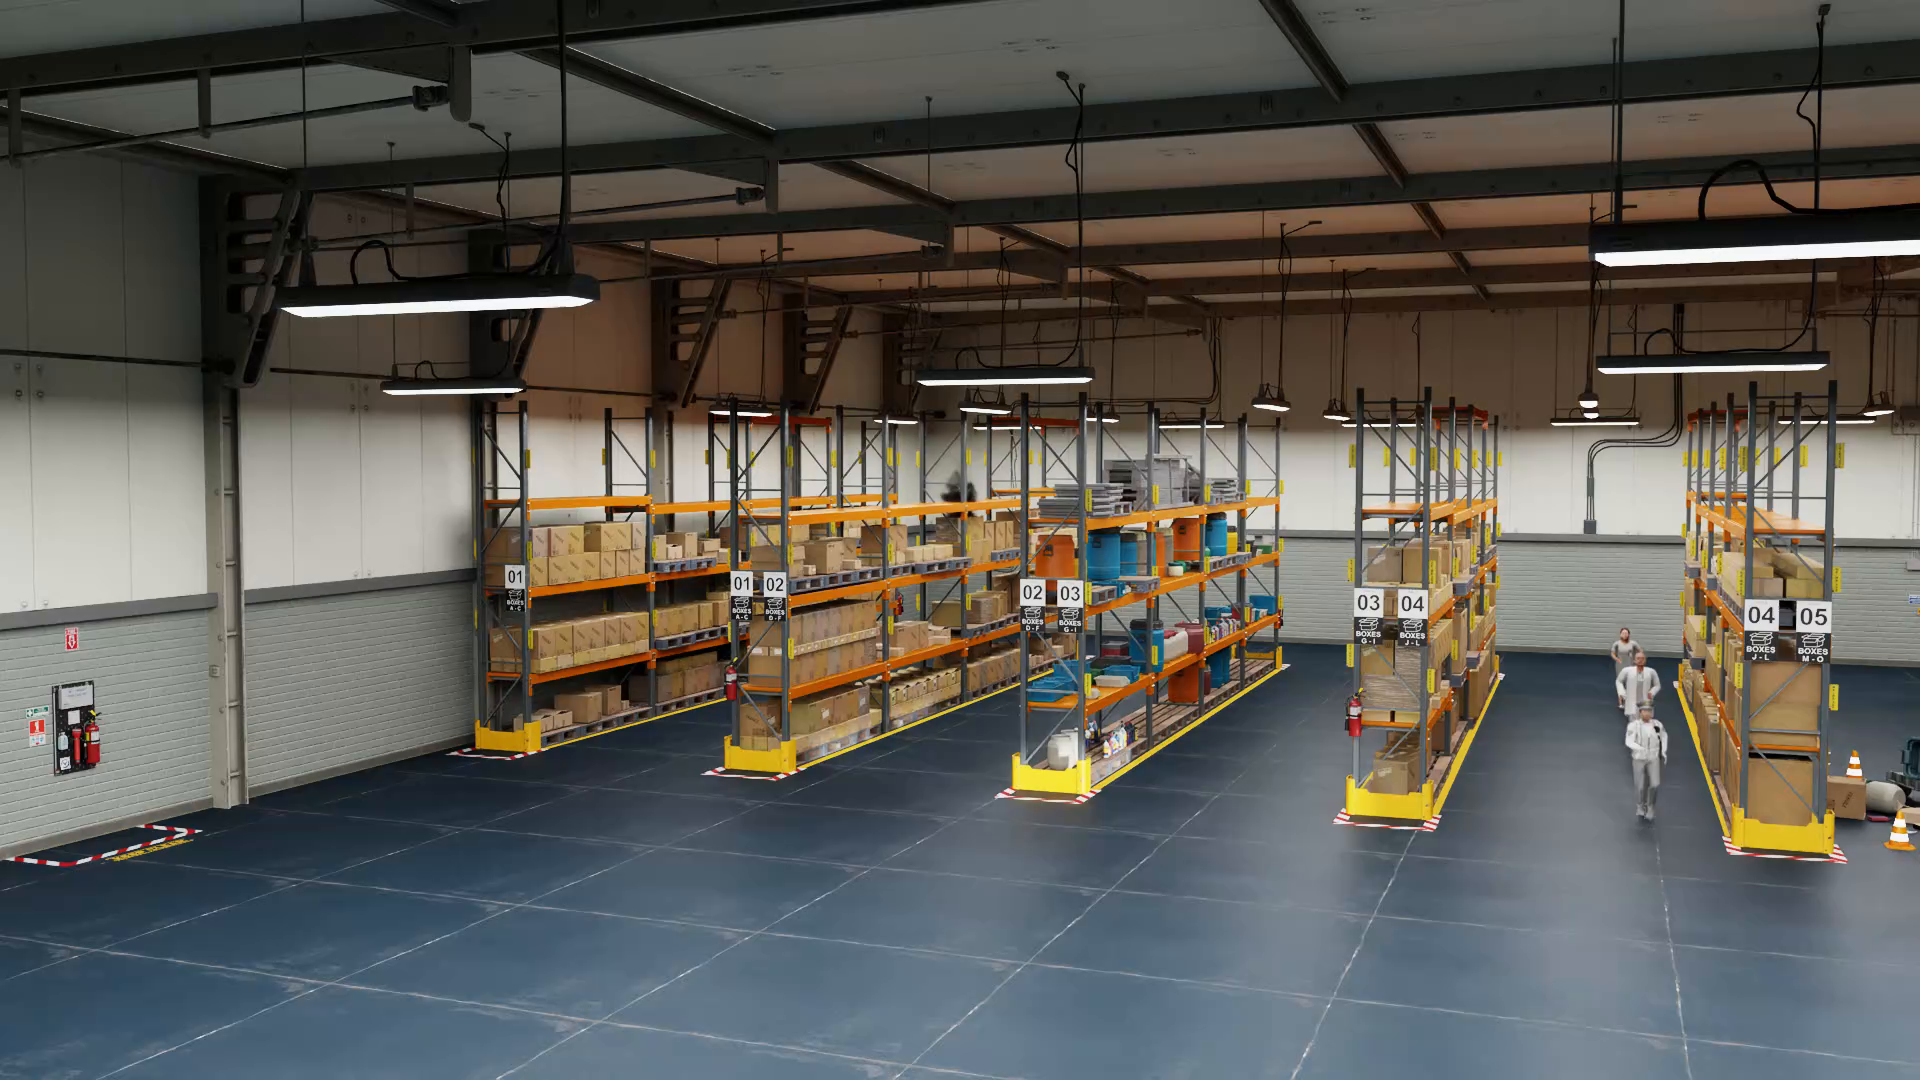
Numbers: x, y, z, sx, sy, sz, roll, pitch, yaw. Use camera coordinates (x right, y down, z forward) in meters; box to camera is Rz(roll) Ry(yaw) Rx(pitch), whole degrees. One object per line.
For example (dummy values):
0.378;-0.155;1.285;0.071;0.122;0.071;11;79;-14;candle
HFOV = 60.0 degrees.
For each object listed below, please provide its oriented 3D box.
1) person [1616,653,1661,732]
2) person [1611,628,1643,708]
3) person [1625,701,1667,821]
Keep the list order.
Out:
11.491;2.772;28.157;0.710;1.730;0.634;1;3;17;person
13.258;2.565;33.096;0.587;1.645;0.630;1;3;24;person
9.488;3.041;22.964;0.578;1.671;0.739;1;3;15;person
